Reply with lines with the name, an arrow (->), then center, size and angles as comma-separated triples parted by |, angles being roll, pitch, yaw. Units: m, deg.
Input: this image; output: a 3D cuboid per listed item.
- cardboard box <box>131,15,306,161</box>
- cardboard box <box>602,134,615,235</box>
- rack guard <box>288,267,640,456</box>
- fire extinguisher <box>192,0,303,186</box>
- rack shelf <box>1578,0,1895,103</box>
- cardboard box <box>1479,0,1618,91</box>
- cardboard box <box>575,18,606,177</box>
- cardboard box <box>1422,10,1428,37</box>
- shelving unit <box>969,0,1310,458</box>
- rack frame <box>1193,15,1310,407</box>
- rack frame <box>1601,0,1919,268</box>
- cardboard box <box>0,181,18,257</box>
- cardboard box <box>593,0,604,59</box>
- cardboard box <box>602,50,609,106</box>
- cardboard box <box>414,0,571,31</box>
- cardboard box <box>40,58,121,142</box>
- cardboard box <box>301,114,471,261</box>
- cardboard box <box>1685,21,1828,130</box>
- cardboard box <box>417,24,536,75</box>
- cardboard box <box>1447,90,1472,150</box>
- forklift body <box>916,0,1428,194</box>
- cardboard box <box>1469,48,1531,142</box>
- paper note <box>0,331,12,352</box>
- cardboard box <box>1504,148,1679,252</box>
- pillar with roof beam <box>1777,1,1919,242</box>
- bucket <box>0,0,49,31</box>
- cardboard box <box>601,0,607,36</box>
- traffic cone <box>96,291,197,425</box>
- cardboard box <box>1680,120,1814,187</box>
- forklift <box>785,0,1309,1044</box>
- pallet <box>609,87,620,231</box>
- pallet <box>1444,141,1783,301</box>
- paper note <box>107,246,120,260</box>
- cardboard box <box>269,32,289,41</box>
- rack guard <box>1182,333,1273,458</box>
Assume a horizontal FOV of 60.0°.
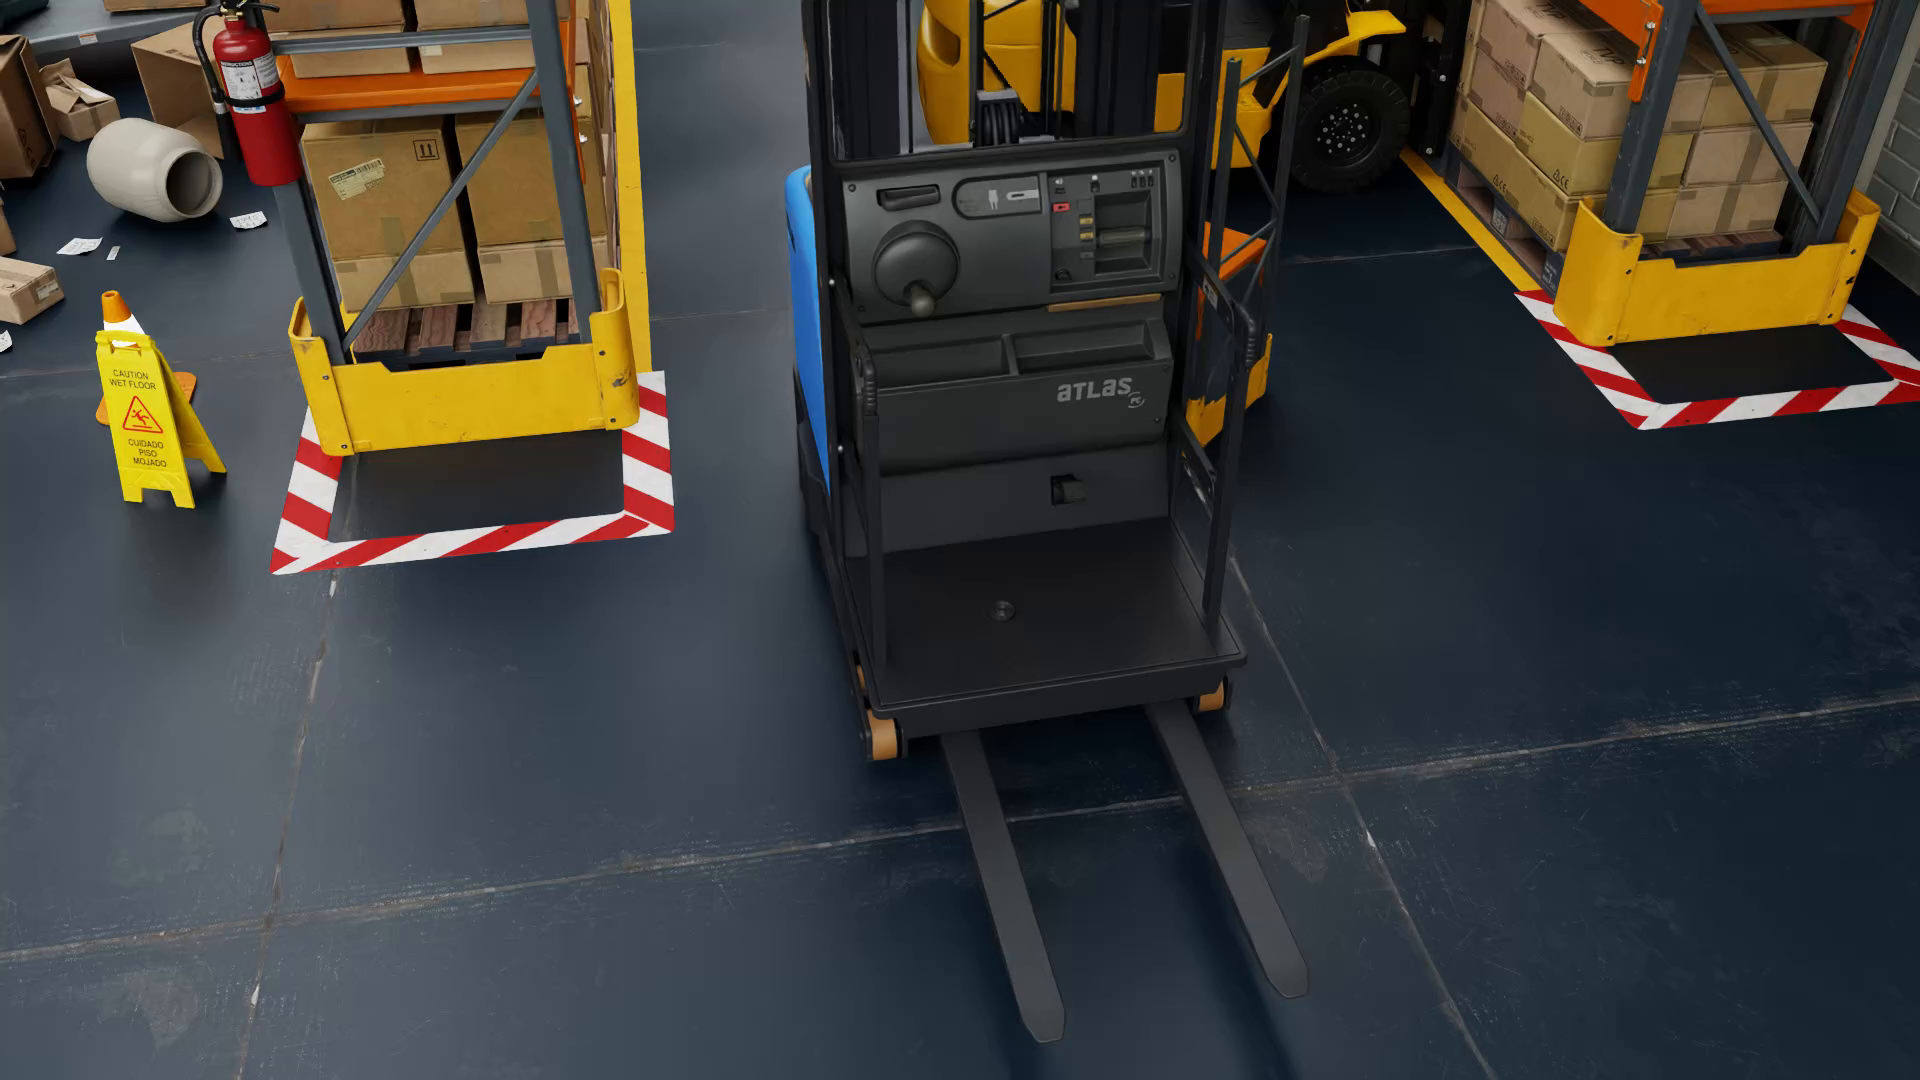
cardboard box -> -3.659, -2.245, 8.230 | 0.500, 0.500, 0.500 | 19, 42, 23
cardboard box -> -1.757, -1.515, 7.154 | 0.500, 0.250, 0.500 | -5, 38, -6
rack guard -> -1.819, -0.668, 6.202 | 1.175, 0.500, 0.348 | -6, 38, -8
fire extinguisher -> -2.240, -1.460, 5.247 | 0.296, 0.674, 0.183 | -6, 38, -8
rack shelf -> 2.730, -3.069, 7.842 | 1.077, 0.370, 4.000 | -6, 38, -8
cardboard box -> 2.597, -2.172, 7.185 | 0.500, 0.250, 0.500 | -6, 38, -7
cardboard box -> -1.776, -1.831, 6.950 | 0.500, 0.500, 0.500 | -8, 38, -10
cardboard box -> 2.414, -2.599, 8.142 | 0.500, 0.250, 0.500 | -6, 38, -8
shelving unit -> 0.594, -1.232, 6.114 | 1.083, 1.500, 0.587 | 25, 44, 28
rack frame -> 1.007, -1.041, 5.868 | 0.032, 1.500, 0.500 | 25, 44, 28
rack frame -> 3.080, -2.145, 6.066 | 1.000, 3.000, 0.127 | -6, 38, -8
cardboard box -> -4.606, -1.412, 7.157 | 0.637, 0.503, 0.797 | 27, 45, 30
cardboard box -> -1.958, -2.457, 7.756 | 0.500, 0.500, 0.500 | -4, 38, -6
cardboard box -> -1.951, -2.148, 7.969 | 0.500, 0.250, 0.500 | -6, 38, -7
cardboard box -> -1.616, -2.082, 5.661 | 0.500, 0.500, 0.500 | -7, 38, -9
cardboard box -> -4.478, -2.222, 8.394 | 0.396, 0.266, 0.258 | 27, 45, 30
cardboard box -> -2.203, -1.441, 6.447 | 0.500, 0.500, 0.500 | -6, 38, -8
cardboard box -> 3.182, -1.930, 6.874 | 0.500, 0.250, 0.500 | -7, 38, -9
cardboard box -> -1.662, -1.737, 5.746 | 0.380, 0.149, 0.250 | -6, 38, -8
cardboard box -> 2.530, -2.079, 7.880 | 0.500, 0.250, 0.500 | -6, 38, -7
forklift body -> 0.952, -2.759, 7.548 | 2.313, 2.155, 1.214 | -6, 38, -8
cardboard box -> 2.610, -1.987, 7.354 | 0.500, 0.250, 0.500 | -7, 38, -8
paper note -> -3.931, -0.793, 6.746 | 0.148, 0.019, 0.142 | -20, 42, -23
cardboard box -> 2.687, -1.475, 7.102 | 0.500, 0.250, 0.500 | -6, 38, -8
pillar with roof beam -> -0.393, -4.568, 4.295 | 9.100, 9.000, 0.400 | -6, 38, -8
bucket -> -5.069, -2.905, 8.473 | 0.726, 0.611, 0.620 | 6, 28, 8
cardboard box -> -2.139, -2.777, 8.778 | 0.500, 0.250, 0.500 | -5, 38, -6
traffic cone -> -3.151, -0.728, 6.310 | 0.336, 0.463, 0.334 | -6, 38, -8
cardboard box -> 3.202, -1.729, 7.022 | 0.500, 0.250, 0.500 | -6, 38, -7
forklift -> 0.198, -0.759, 4.338 | 1.130, 2.935, 3.031 | -7, 38, -9
pallet -> -2.137, -1.783, 7.873 | 1.003, 0.211, 1.213 | -6, 38, -8
pallet -> 2.905, -1.501, 7.510 | 1.003, 0.211, 1.213 | -6, 38, -8
paper note -> -3.758, -1.274, 7.382 | 0.032, 0.001, 0.123 | -6, 38, -8
cardboard box -> -2.236, -1.854, 5.896 | 0.380, 0.149, 0.250 | -7, 38, -8
rack guard -> 0.992, -0.555, 6.260 | 0.087, 0.250, 0.587 | 25, 44, 28
